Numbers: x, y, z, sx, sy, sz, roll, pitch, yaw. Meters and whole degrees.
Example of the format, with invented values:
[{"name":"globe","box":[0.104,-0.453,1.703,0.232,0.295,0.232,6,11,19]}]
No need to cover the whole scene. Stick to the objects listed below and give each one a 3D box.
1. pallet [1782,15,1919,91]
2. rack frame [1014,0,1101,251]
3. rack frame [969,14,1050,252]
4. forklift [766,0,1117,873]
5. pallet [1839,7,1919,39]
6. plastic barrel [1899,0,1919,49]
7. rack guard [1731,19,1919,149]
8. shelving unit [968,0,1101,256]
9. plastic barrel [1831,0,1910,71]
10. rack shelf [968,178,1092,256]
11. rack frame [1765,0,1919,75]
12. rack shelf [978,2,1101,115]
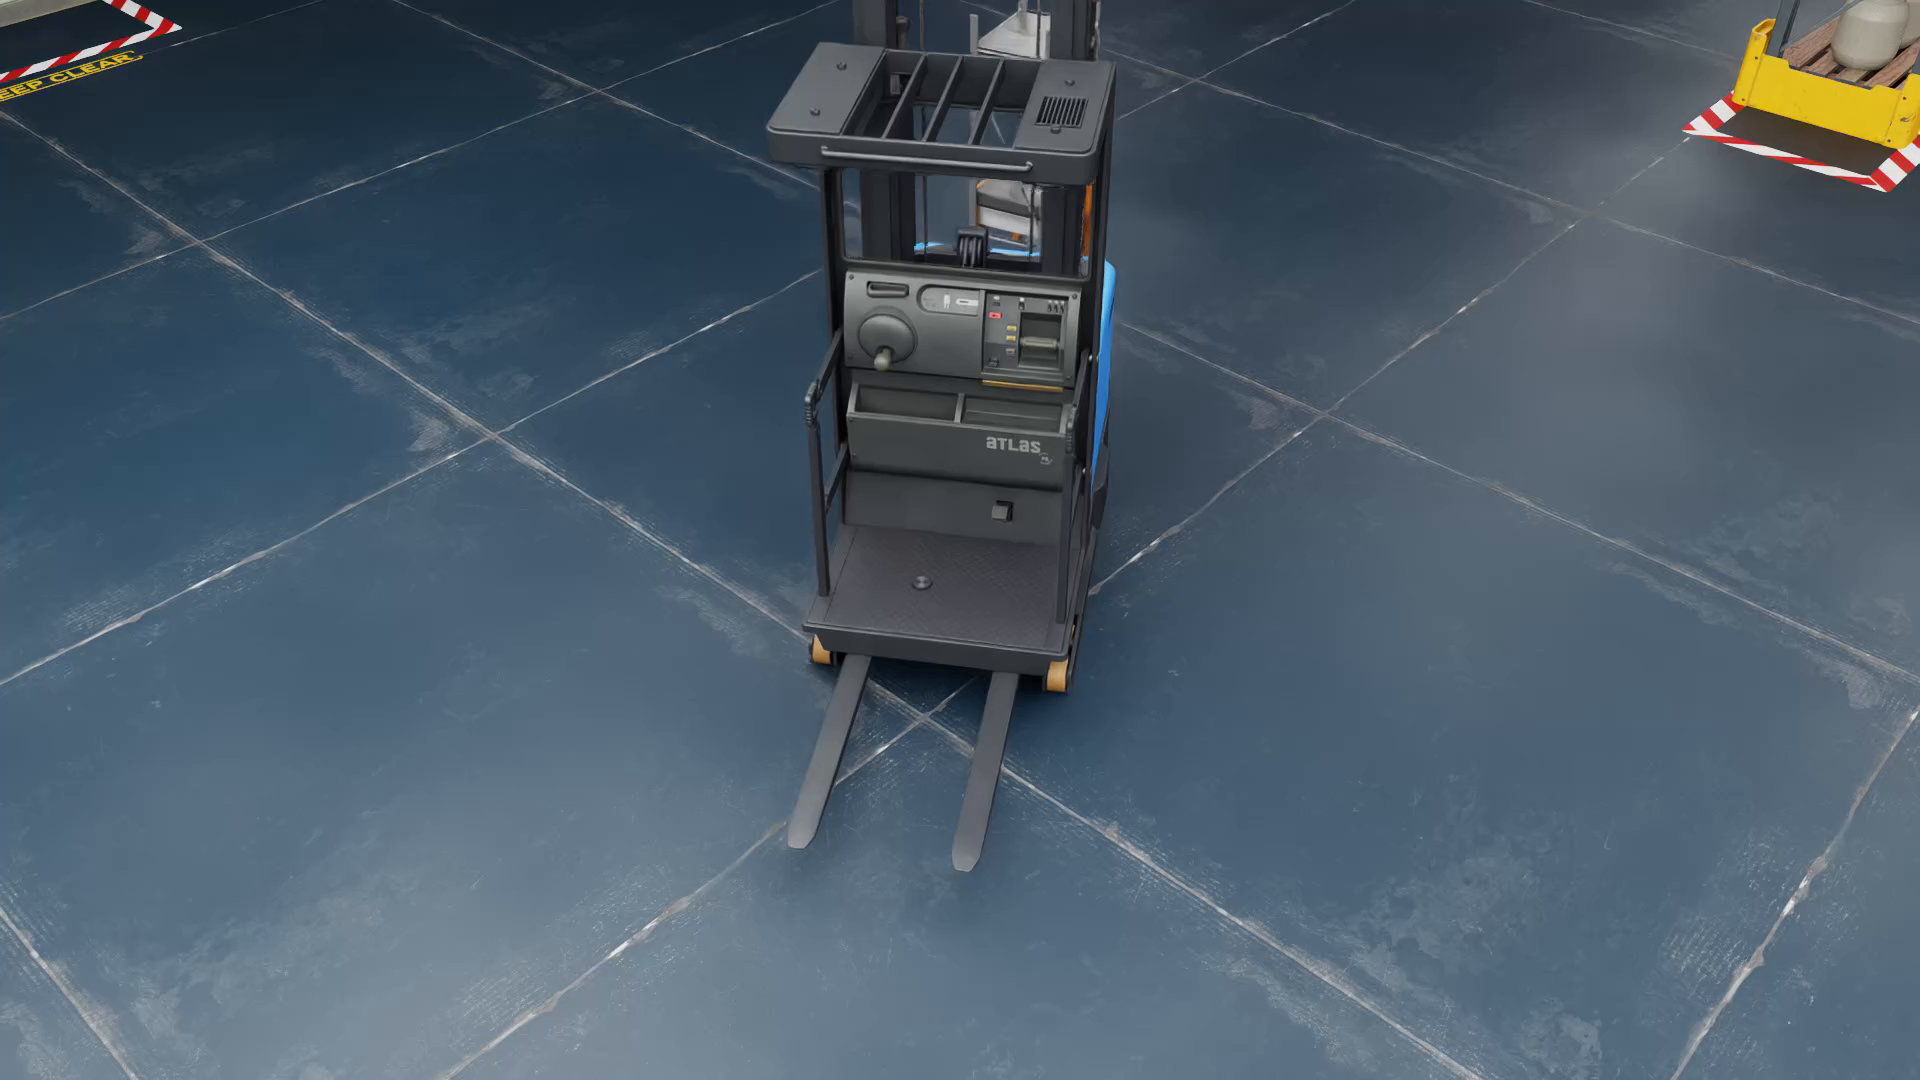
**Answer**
[{"name":"pallet","box":[6.458,-3.349,11.791,1.003,0.211,1.213,30,47,32]},{"name":"rack frame","box":[0.454,-1.681,8.177,0.400,2.100,0.015,18,42,22]},{"name":"rack frame","box":[0.225,-1.413,7.840,0.400,2.100,0.015,18,42,22]},{"name":"forklift","box":[-0.031,-0.757,6.347,1.130,2.935,3.031,6,39,8]},{"name":"pallet","box":[7.281,-3.906,12.493,1.003,0.211,1.213,30,47,32]},{"name":"plastic barrel","box":[6.615,-3.770,11.742,0.421,0.512,0.421,0,38,0]},{"name":"rack guard","box":[5.906,-3.091,11.235,1.175,0.500,0.348,30,47,32]},{"name":"shelving unit","box":[0.339,-1.547,8.008,0.431,2.100,0.503,18,42,22]},{"name":"plastic barrel","box":[6.277,-3.539,11.452,0.421,0.512,0.421,0,38,0]},{"name":"rack shelf","box":[0.339,-1.536,8.017,0.431,0.518,0.480,18,42,22]},{"name":"rack frame","box":[5.889,-4.014,10.388,1.000,3.000,0.127,30,47,32]},{"name":"rack shelf","box":[0.339,-2.084,7.581,0.431,0.518,0.480,18,42,22]}]
